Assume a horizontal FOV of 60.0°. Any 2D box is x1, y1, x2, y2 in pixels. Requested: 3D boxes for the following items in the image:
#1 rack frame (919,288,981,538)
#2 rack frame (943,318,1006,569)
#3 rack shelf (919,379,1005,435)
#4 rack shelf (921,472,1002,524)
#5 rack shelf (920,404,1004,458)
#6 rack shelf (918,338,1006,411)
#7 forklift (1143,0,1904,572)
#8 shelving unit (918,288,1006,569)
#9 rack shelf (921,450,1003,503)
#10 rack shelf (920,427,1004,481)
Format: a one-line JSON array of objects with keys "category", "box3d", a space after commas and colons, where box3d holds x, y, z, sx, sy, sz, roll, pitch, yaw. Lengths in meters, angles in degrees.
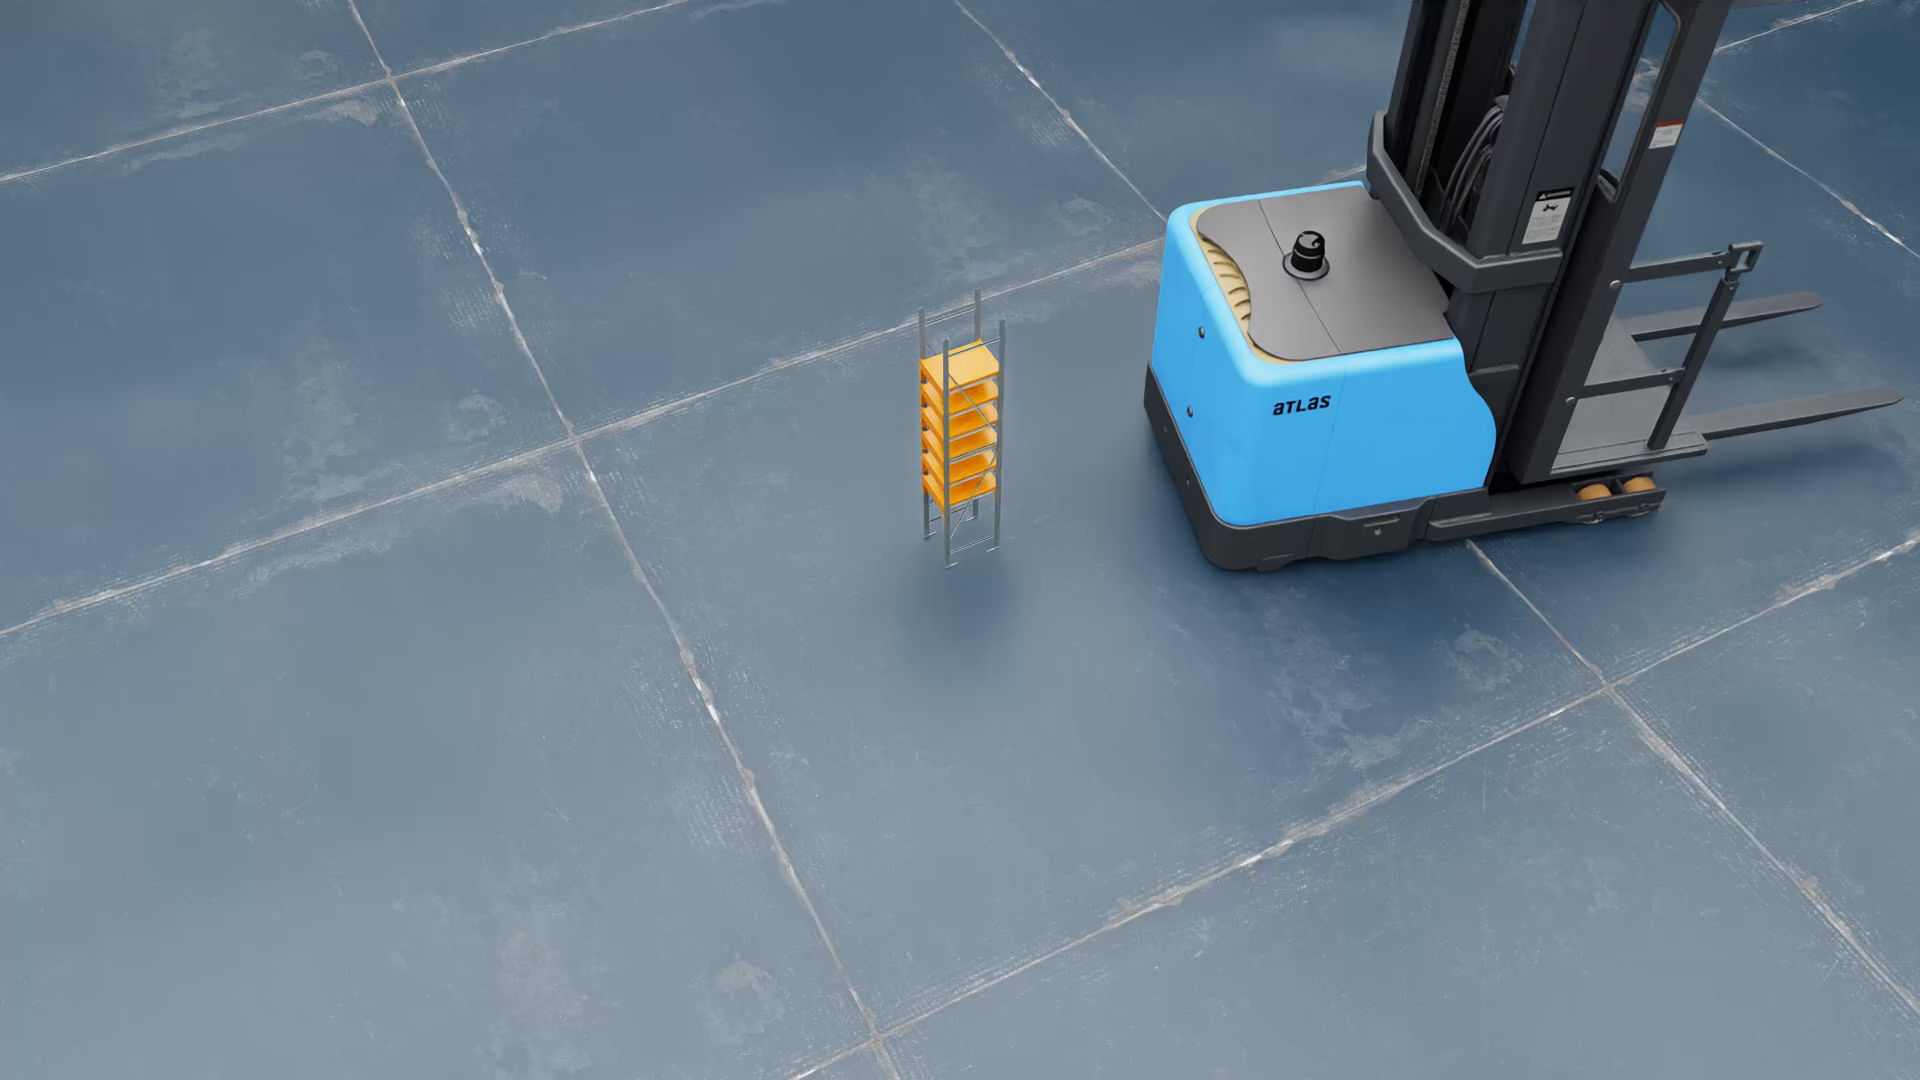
[{"category": "rack frame", "box3d": [-0.035, -0.447, 6.236, 0.240, 1.200, 0.006, -21, 52, -18]}, {"category": "rack frame", "box3d": [0.049, -0.324, 6.129, 0.240, 1.200, 0.006, -21, 52, -18]}, {"category": "rack shelf", "box3d": [0.007, -0.514, 6.035, 0.258, 0.103, 0.180, -21, 52, -18]}, {"category": "rack shelf", "box3d": [0.007, -0.198, 6.397, 0.258, 0.103, 0.180, -21, 52, -18]}, {"category": "rack shelf", "box3d": [0.007, -0.435, 6.126, 0.258, 0.103, 0.180, -21, 52, -18]}, {"category": "rack shelf", "box3d": [0.007, -0.593, 5.945, 0.258, 0.103, 0.180, -21, 52, -18]}, {"category": "forklift", "box3d": [2.349, -1.412, 5.930, 3.031, 2.935, 1.130, -9, 49, -8]}, {"category": "shelving unit", "box3d": [0.007, -0.385, 6.183, 0.258, 1.200, 0.189, -21, 52, -18]}, {"category": "rack shelf", "box3d": [0.007, -0.277, 6.306, 0.258, 0.103, 0.180, -21, 52, -18]}, {"category": "rack shelf", "box3d": [0.007, -0.356, 6.216, 0.258, 0.103, 0.180, -21, 52, -18]}]
